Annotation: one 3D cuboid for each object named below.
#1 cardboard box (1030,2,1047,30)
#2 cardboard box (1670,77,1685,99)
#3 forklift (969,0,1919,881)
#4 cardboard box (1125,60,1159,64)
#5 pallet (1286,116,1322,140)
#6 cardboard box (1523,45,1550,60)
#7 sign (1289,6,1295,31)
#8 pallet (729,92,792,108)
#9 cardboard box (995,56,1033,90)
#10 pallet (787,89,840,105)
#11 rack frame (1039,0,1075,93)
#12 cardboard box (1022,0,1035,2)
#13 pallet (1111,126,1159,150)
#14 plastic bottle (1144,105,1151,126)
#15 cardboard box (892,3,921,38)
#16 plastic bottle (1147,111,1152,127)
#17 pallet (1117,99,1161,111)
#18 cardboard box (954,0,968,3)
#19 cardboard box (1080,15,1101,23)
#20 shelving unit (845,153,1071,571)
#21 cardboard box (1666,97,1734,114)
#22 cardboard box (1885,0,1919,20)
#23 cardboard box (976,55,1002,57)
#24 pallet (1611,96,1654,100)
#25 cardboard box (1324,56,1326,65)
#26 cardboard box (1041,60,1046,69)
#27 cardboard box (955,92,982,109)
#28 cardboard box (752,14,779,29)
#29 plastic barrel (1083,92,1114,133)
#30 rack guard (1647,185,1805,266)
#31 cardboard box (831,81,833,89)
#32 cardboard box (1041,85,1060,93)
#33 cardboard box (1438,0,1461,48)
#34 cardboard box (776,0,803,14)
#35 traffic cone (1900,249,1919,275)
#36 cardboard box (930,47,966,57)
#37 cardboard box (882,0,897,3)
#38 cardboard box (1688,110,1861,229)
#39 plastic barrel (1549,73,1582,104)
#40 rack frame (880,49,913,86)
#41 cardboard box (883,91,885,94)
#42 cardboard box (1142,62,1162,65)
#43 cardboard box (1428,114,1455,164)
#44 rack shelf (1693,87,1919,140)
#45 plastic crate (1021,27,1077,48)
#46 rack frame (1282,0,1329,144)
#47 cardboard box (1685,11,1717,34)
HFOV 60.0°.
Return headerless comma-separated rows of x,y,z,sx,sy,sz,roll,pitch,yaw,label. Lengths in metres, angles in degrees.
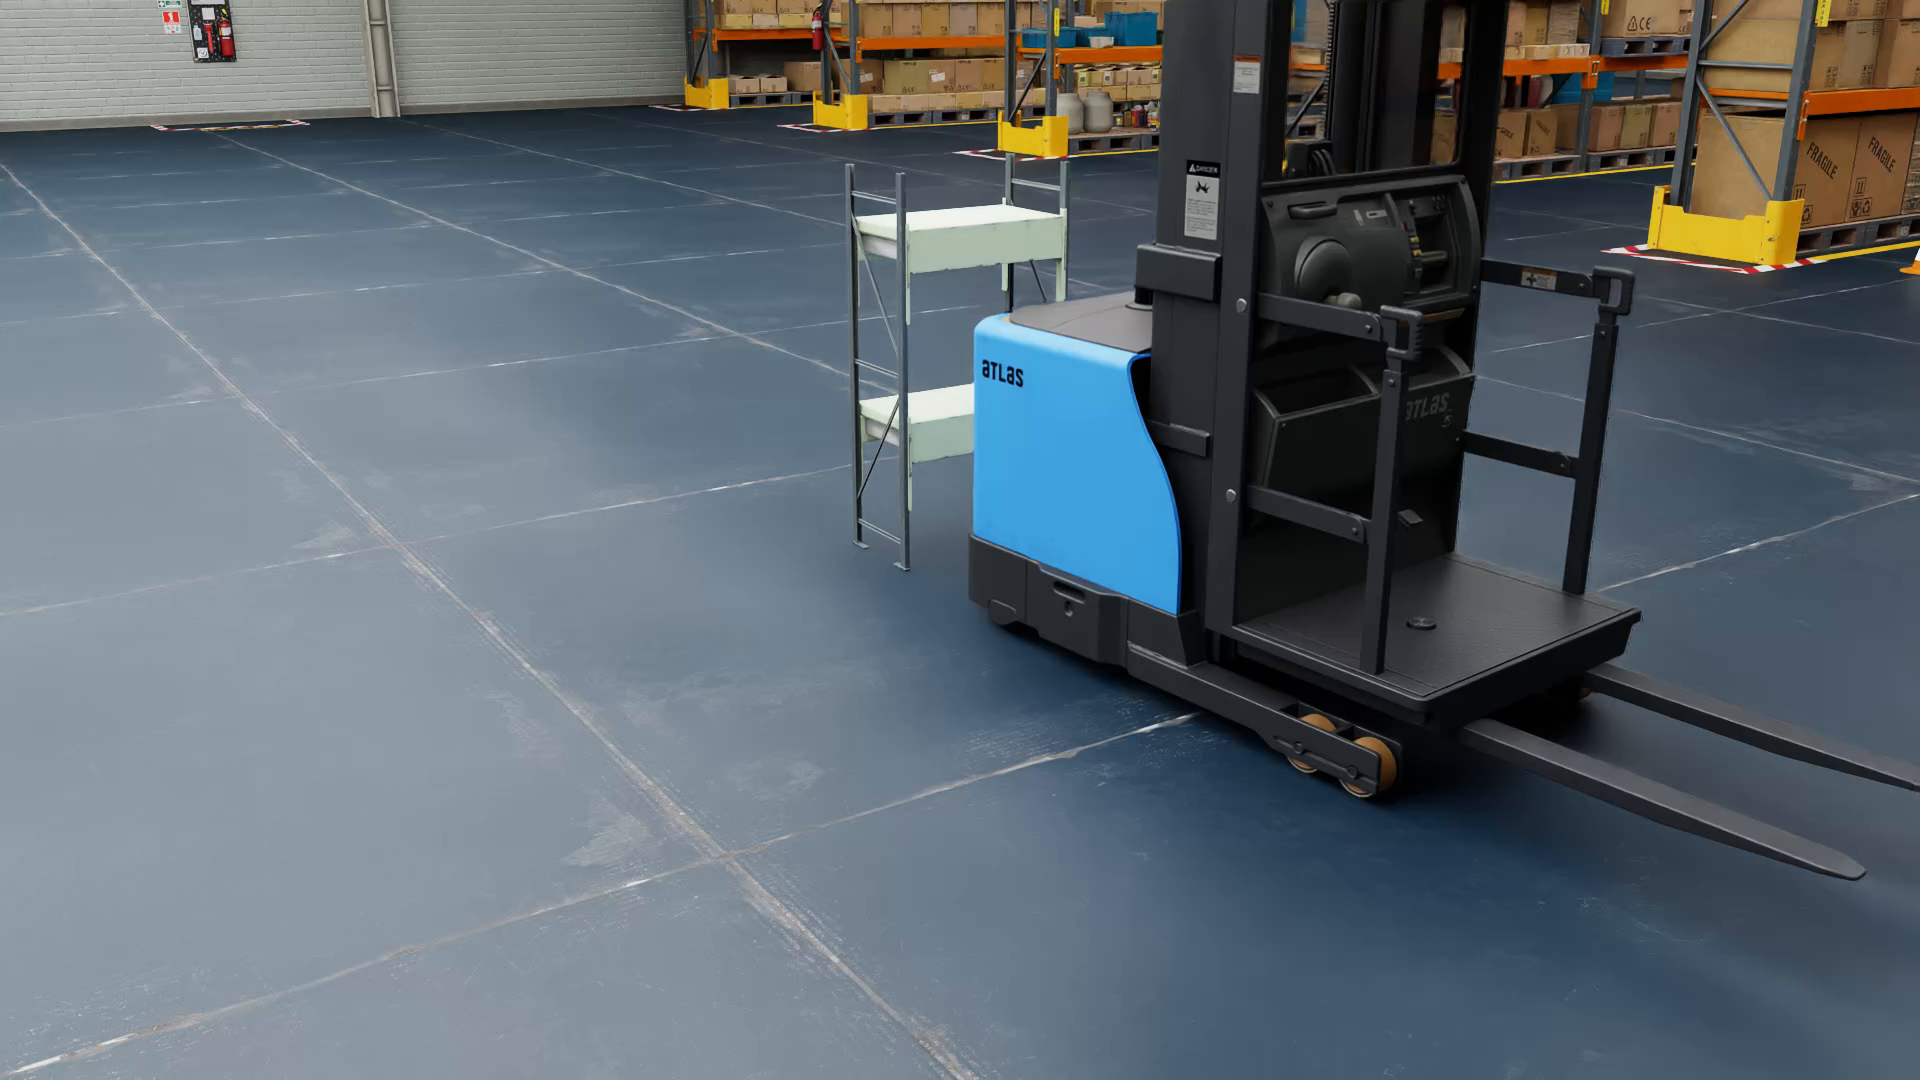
1.156,-8.445,26.883,0.500,0.500,0.700,-13,22,-33,cardboard box
9.329,-5.688,20.933,0.500,0.250,0.500,-9,21,-25,cardboard box
1.344,-0.852,4.689,1.130,2.935,3.031,-14,23,-36,forklift
3.558,-9.934,34.145,0.750,0.750,0.750,-12,22,-32,cardboard box
4.879,-5.979,24.101,1.213,0.211,1.003,-12,22,-31,pallet
6.347,-5.448,18.568,0.250,0.149,0.380,-12,22,-31,cardboard box
4.538,-7.133,22.729,0.005,0.325,0.100,-12,22,-31,sign
-3.784,-7.923,29.850,1.213,0.211,1.003,-12,22,-31,pallet
0.832,-7.504,26.723,0.500,0.500,0.500,-12,22,-31,cardboard box
-2.766,-8.136,30.482,1.213,0.211,1.003,-12,22,-31,pallet
1.523,-8.477,27.136,0.127,3.000,1.000,-12,22,-31,rack frame
0.989,-8.637,26.439,0.250,0.149,0.380,-13,22,-33,cardboard box
2.641,-5.507,22.705,1.213,0.211,1.003,-12,22,-31,pallet
2.538,-5.867,22.982,0.135,0.276,0.152,-13,22,-33,plastic bottle
-0.985,-7.992,25.546,0.500,0.500,0.700,-11,22,-30,cardboard box
2.622,-5.802,22.905,0.097,0.201,0.097,0,19,0,plastic bottle
3.137,-7.512,28.636,1.213,0.211,1.003,-12,22,-31,pallet
-0.087,-8.409,25.766,0.250,0.149,0.380,-12,22,-31,cardboard box
2.156,-8.617,27.761,0.258,0.266,0.396,-13,22,-33,cardboard box
-0.006,-0.709,6.501,0.755,1.500,0.431,-12,22,-31,shelving unit
9.304,-5.331,21.046,0.500,0.500,0.700,-14,23,-36,cardboard box
7.553,-4.599,13.745,0.550,0.550,0.875,-12,22,-31,cardboard box
0.550,-7.641,27.128,0.500,0.500,0.500,-12,22,-31,cardboard box
11.518,-7.379,28.243,1.213,0.211,1.003,-12,22,-31,pallet
3.997,-4.989,17.212,0.250,0.149,0.380,-12,22,-31,cardboard box
1.564,-9.389,33.051,0.500,0.500,0.700,-12,22,-31,cardboard box
0.006,-6.968,26.308,0.500,0.250,0.500,-12,22,-31,cardboard box
-3.537,-9.132,29.275,0.500,0.250,0.500,-13,22,-33,cardboard box
1.830,-5.692,22.126,0.421,0.512,0.421,0,19,0,plastic barrel
6.251,-2.589,13.623,0.348,0.500,1.175,-12,22,-31,rack guard
-2.551,-8.383,30.622,0.250,0.149,0.380,-14,23,-36,cardboard box
1.710,-7.524,27.954,0.500,0.250,0.500,-12,22,-32,cardboard box
4.895,-5.597,17.995,0.500,0.500,0.875,-12,22,-31,cardboard box
-3.128,-9.568,29.394,0.500,0.500,0.500,-13,22,-33,cardboard box
7.496,-2.290,12.794,0.334,0.463,0.336,-12,22,-31,traffic cone
-0.233,-9.393,31.892,0.500,0.250,0.500,-12,22,-33,cardboard box
-1.152,-8.186,25.105,0.250,0.149,0.380,-13,22,-33,cardboard box
6.801,-3.107,13.914,0.875,0.875,0.875,-12,22,-31,cardboard box
9.871,-7.549,27.013,0.708,0.901,0.600,-12,22,-31,plastic barrel
-1.204,-9.801,31.053,0.127,3.000,1.000,-12,22,-31,rack frame
-1.121,-6.934,26.208,0.500,0.250,0.500,-12,22,-31,cardboard box
3.404,-8.146,28.918,0.500,0.311,0.500,-13,22,-33,cardboard box
5.172,-4.462,18.507,0.500,0.500,0.500,-10,21,-26,cardboard box
7.941,-3.789,14.392,4.000,0.370,1.077,-12,22,-31,rack shelf
1.157,-6.545,21.652,0.616,0.251,0.499,-12,22,-31,plastic crate
3.628,-5.122,17.212,0.127,3.000,1.000,-12,22,-31,rack frame
9.065,-6.300,20.252,0.258,0.266,0.396,-13,22,-33,cardboard box
